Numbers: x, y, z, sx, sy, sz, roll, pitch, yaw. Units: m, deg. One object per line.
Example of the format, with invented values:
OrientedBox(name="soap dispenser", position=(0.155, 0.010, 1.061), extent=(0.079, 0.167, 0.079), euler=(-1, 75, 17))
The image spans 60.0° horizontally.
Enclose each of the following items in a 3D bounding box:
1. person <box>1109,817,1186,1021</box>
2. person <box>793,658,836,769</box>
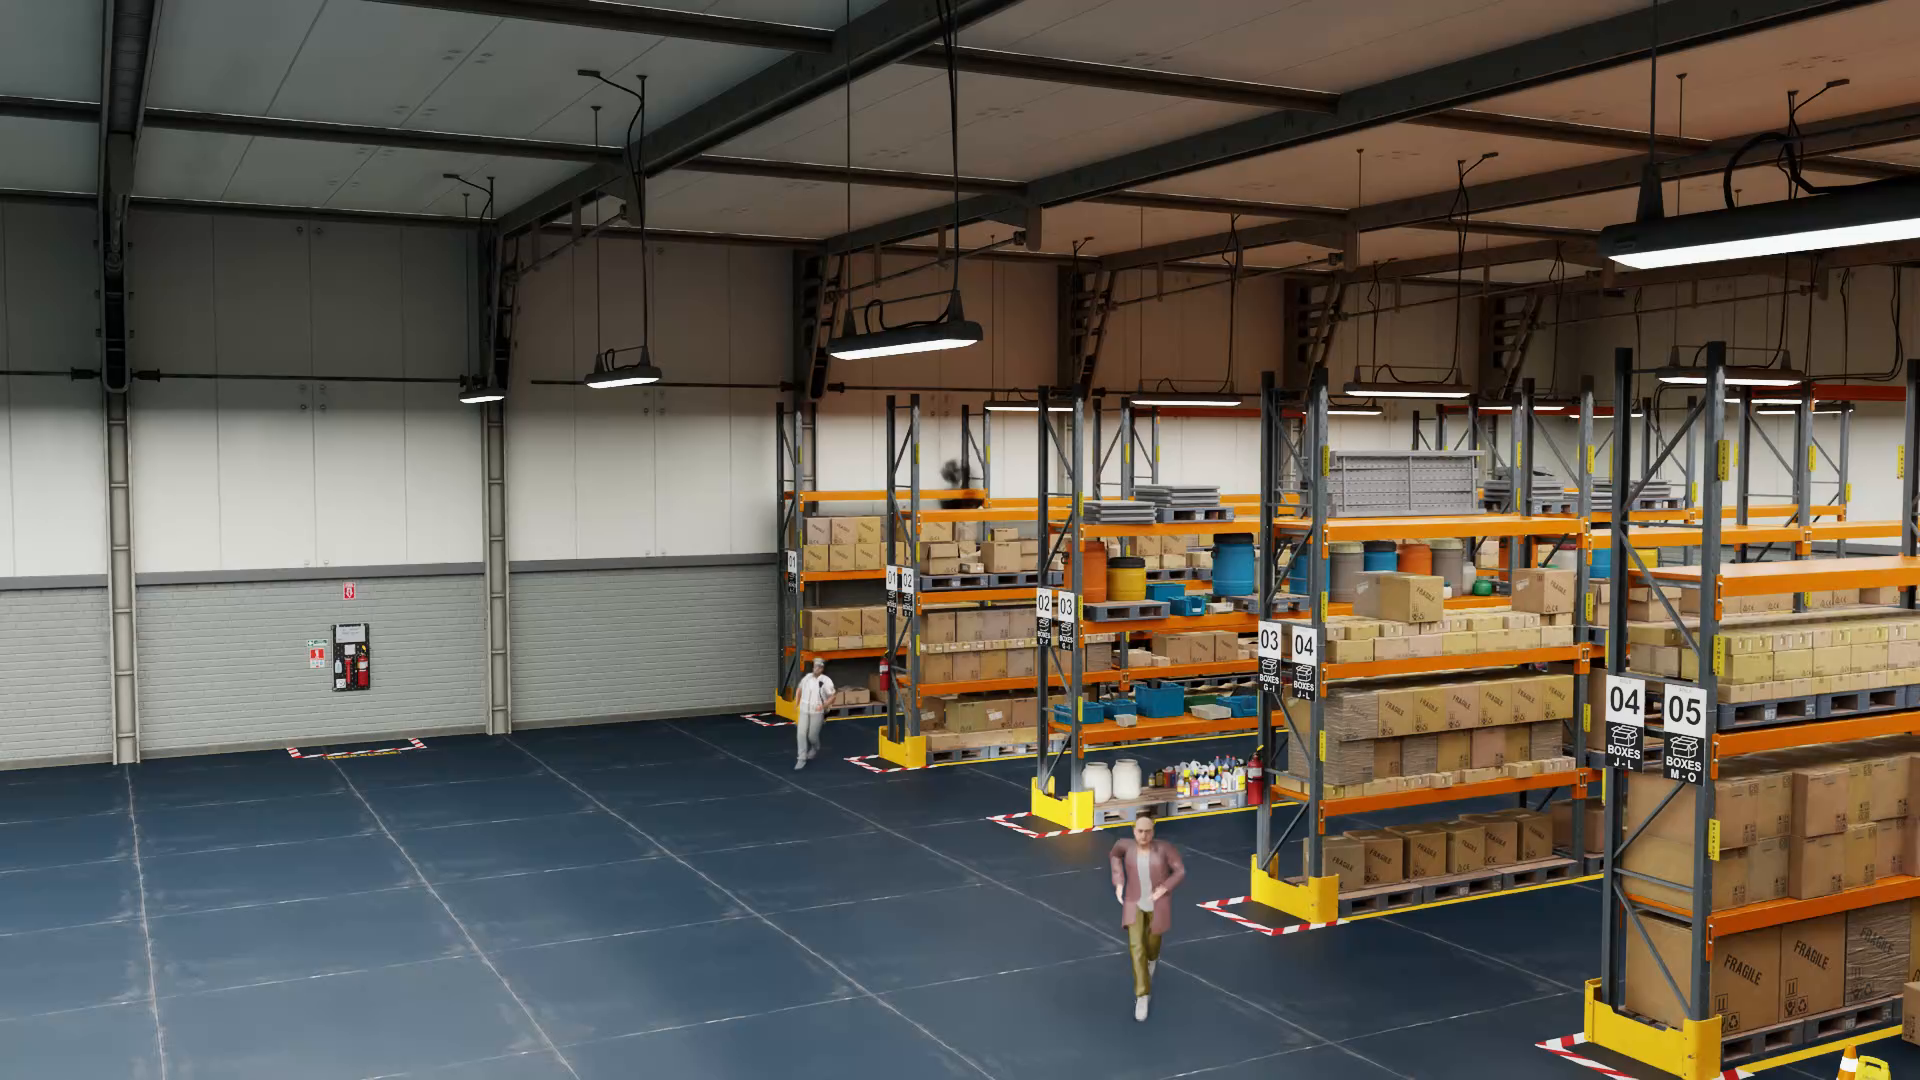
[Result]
OrientedBox(name="person", position=(1.740, 3.416, 15.480), extent=(0.712, 1.782, 1.185), euler=(0, 3, 8))
OrientedBox(name="person", position=(-2.367, 2.783, 26.896), extent=(0.707, 1.766, 0.782), euler=(1, 3, 14))
